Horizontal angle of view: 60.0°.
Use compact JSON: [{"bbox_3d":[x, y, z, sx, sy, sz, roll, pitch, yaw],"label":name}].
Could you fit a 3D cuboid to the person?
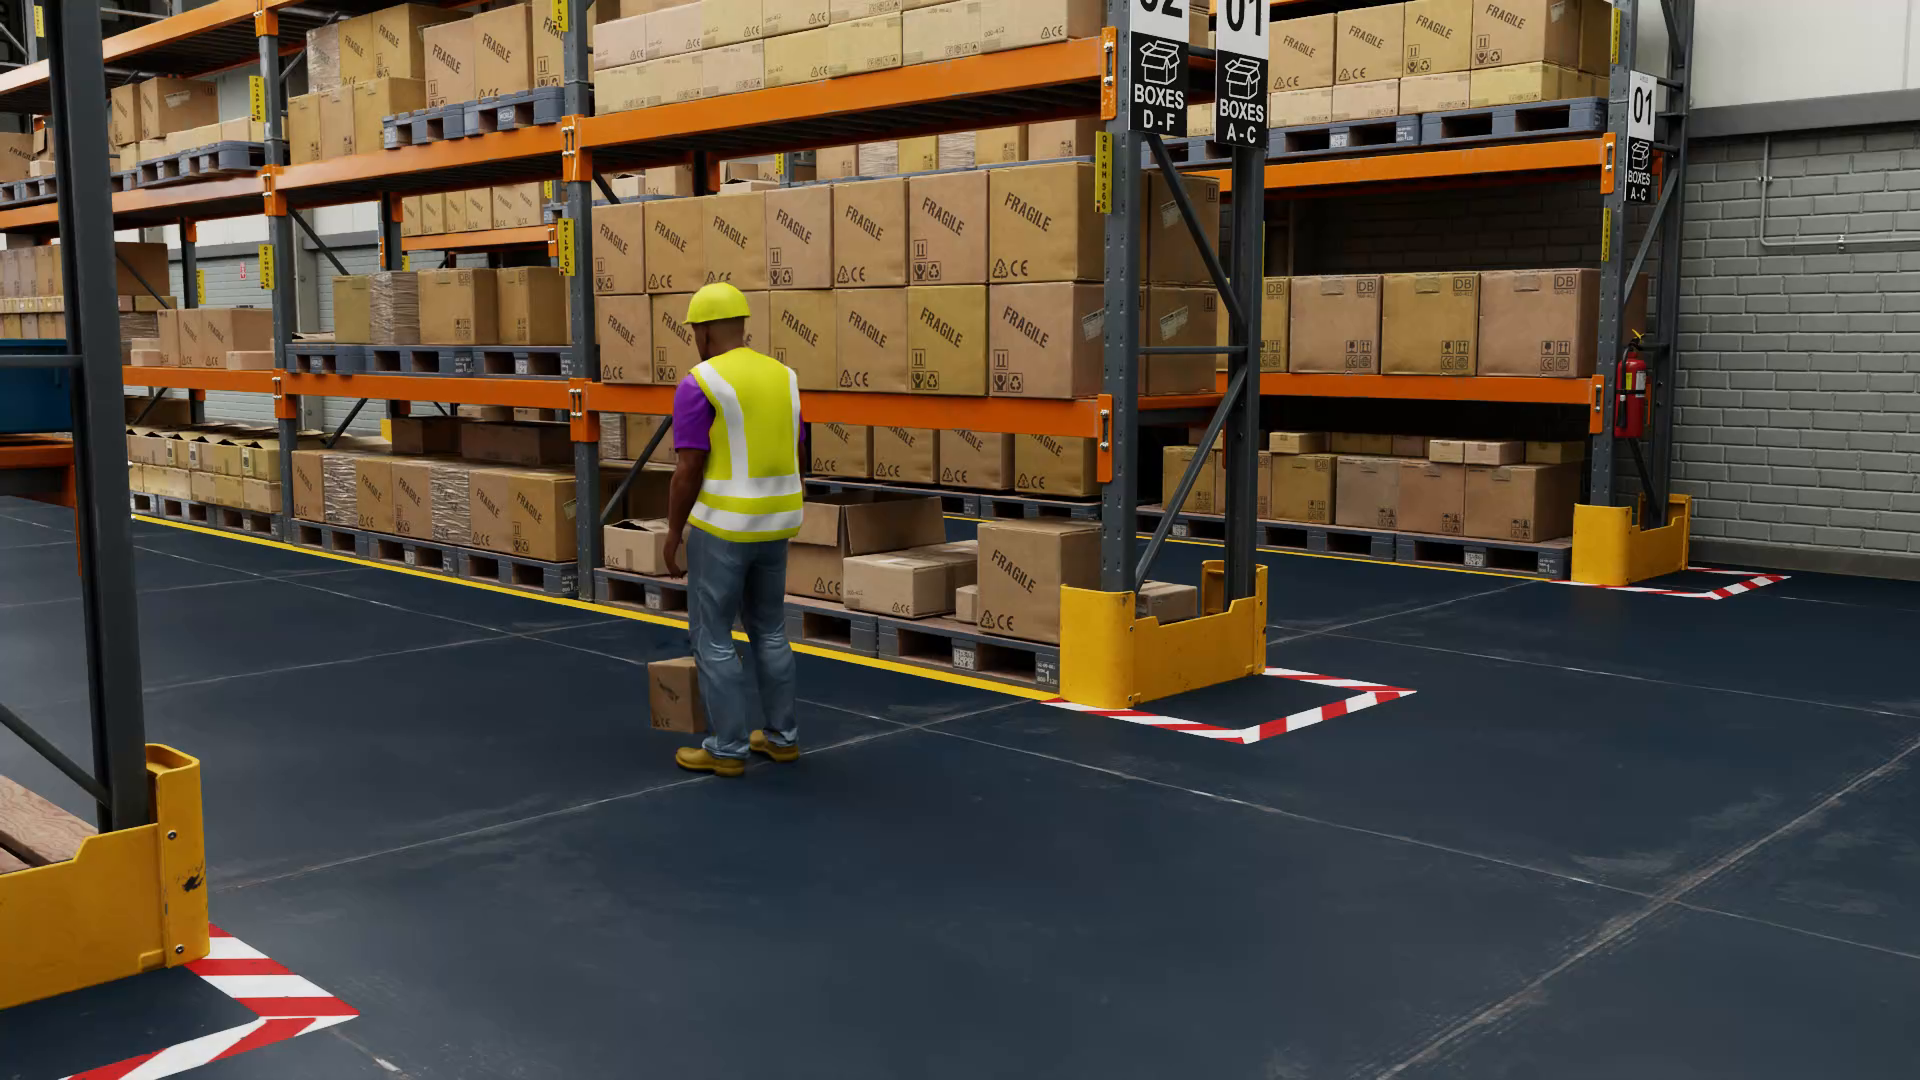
[{"bbox_3d":[-0.811,-0.043,6.027,0.446,1.762,0.604,6,9,42],"label":"person"}]
